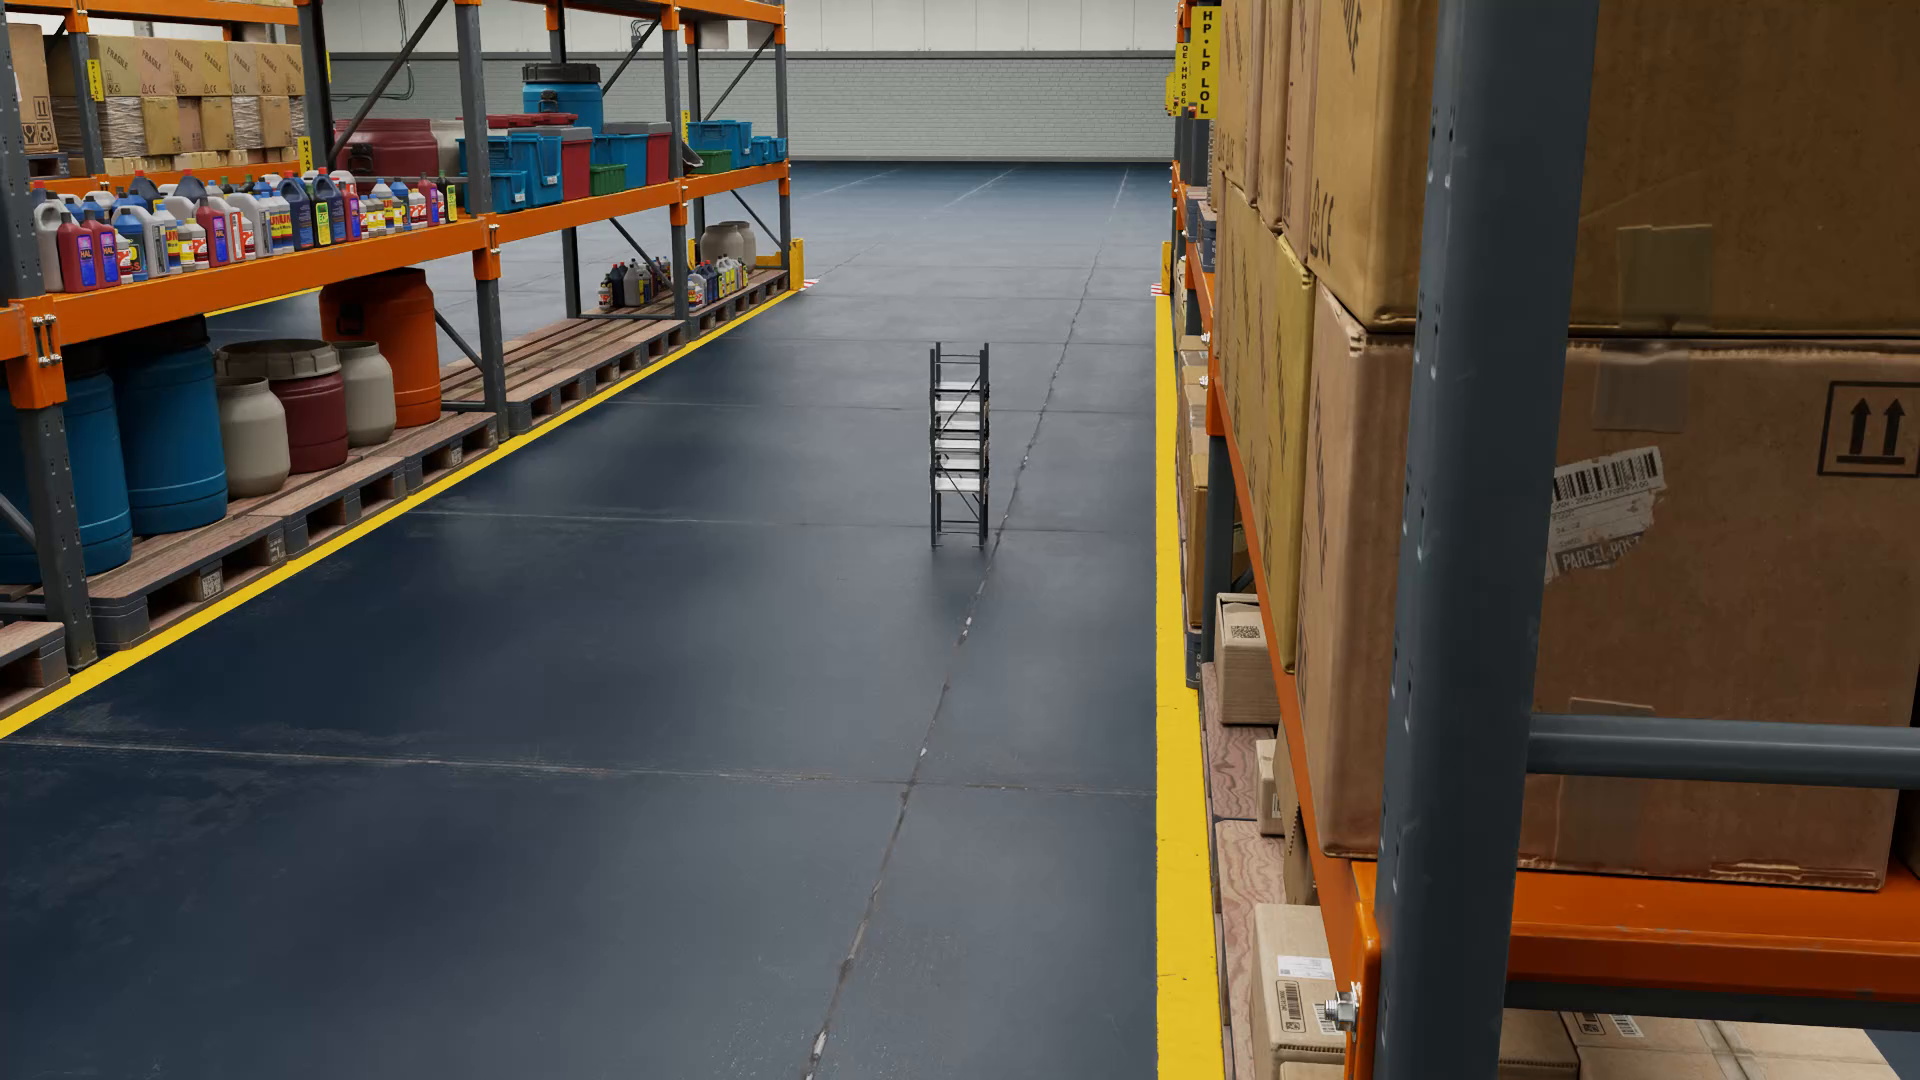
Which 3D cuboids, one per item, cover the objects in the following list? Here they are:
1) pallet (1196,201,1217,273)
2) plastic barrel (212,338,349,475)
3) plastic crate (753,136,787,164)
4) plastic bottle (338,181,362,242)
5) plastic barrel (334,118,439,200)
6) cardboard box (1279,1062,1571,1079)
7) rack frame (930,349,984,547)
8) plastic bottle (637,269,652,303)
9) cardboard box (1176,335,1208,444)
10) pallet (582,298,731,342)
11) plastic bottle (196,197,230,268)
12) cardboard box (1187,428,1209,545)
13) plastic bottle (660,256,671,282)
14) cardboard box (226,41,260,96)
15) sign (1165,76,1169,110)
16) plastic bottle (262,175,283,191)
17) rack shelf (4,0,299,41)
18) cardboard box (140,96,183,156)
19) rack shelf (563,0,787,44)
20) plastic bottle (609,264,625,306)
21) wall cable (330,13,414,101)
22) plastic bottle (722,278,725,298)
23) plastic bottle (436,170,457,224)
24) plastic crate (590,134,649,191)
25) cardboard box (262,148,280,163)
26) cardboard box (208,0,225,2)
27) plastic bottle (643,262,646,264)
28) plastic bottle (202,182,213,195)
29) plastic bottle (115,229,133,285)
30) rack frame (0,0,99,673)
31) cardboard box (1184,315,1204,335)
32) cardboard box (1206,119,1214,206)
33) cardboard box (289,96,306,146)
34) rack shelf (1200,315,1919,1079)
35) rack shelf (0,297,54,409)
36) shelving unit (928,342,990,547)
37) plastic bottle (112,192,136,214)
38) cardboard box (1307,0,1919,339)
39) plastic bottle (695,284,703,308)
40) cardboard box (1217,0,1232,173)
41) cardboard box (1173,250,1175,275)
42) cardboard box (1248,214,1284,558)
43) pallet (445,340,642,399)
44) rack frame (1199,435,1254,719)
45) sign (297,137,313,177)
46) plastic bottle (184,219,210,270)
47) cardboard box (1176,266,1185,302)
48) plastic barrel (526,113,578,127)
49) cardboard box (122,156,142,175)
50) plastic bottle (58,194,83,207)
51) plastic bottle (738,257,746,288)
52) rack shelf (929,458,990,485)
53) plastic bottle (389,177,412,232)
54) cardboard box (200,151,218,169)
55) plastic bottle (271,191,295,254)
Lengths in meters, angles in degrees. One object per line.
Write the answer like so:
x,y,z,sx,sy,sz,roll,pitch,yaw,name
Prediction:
1.530,-1.300,7.091,1.003,0.211,1.213,2,15,6,pallet
-3.342,-0.662,8.181,0.600,0.588,0.708,2,15,6,plastic barrel
-2.033,-3.909,16.655,0.499,0.251,0.616,2,15,6,plastic crate
-2.927,-1.574,7.960,0.061,0.283,0.133,2,15,6,plastic bottle
-3.425,-2.239,9.935,0.600,0.536,0.708,2,15,6,plastic barrel
0.658,1.024,2.076,0.500,0.500,0.500,2,15,6,cardboard box
-0.012,-0.406,7.439,0.240,0.900,0.006,2,15,6,rack frame
-2.767,-2.207,14.451,0.152,0.276,0.135,2,15,6,plastic bottle
1.409,-0.793,8.795,0.500,0.500,0.500,2,15,9,cardboard box
-2.608,-1.908,14.315,1.003,0.211,1.213,2,15,6,pallet
-3.063,-1.263,6.811,0.061,0.283,0.133,2,15,6,plastic bottle
1.128,-0.130,6.342,0.500,0.500,0.500,2,15,6,cardboard box
-2.788,-2.553,15.742,0.097,0.271,0.097,0,15,0,plastic bottle
-7.121,-4.530,15.992,0.500,0.500,0.500,2,15,6,cardboard box
2.097,-4.446,16.548,0.100,0.325,0.005,2,15,6,sign
-3.599,-1.762,8.668,0.152,0.276,0.135,2,15,6,plastic bottle
-7.421,-4.847,15.472,1.077,0.370,4.000,2,15,6,rack shelf
-7.443,-3.663,14.700,0.875,0.500,0.500,2,15,6,cardboard box
-2.500,-4.701,14.932,1.077,0.370,4.000,2,15,6,rack shelf
-2.939,-2.191,14.249,0.144,0.351,0.185,1,15,5,plastic bottle
-17.917,-14.451,49.814,3.097,2.526,0.112,2,15,6,wall cable
-2.145,-2.262,14.799,0.097,0.201,0.097,0,15,0,plastic bottle
-2.798,-1.870,9.056,0.061,0.283,0.133,2,15,6,plastic bottle
-2.541,-2.779,12.222,0.392,0.384,0.575,2,15,6,plastic crate
-7.072,-3.868,16.702,0.380,0.149,0.250,2,15,6,cardboard box
-7.169,-5.115,15.373,0.500,0.250,0.500,1,15,5,cardboard box
-2.861,-2.386,15.123,0.097,0.271,0.097,0,15,0,plastic bottle
-3.691,-1.610,8.117,0.097,0.271,0.097,0,15,0,plastic bottle
-3.153,-1.058,6.210,0.097,0.201,0.097,0,15,0,plastic bottle
-3.628,-1.007,5.638,1.000,3.000,0.127,2,15,6,rack frame
1.559,-1.186,9.692,0.500,0.311,0.500,2,15,8,cardboard box
1.493,-1.750,7.391,0.700,0.500,0.500,5,16,17,cardboard box
-7.285,-4.315,17.111,0.875,0.500,0.500,2,15,6,cardboard box
1.068,0.006,3.271,1.077,0.370,4.000,2,15,6,rack shelf
-3.854,-0.141,3.814,1.077,0.370,4.000,2,15,6,rack shelf
-0.001,-0.432,7.537,0.258,0.900,0.210,2,15,6,shelving unit
-3.639,-1.378,7.258,0.097,0.271,0.097,0,15,0,plastic bottle
0.619,-0.477,1.572,0.500,0.500,0.500,2,15,6,cardboard box
-2.231,-2.066,14.073,0.097,0.201,0.097,0,15,0,plastic bottle
0.903,-1.143,4.035,0.500,0.500,0.500,1,15,5,cardboard box
2.366,-2.715,16.419,0.500,0.250,0.500,2,15,6,cardboard box
0.739,-0.259,2.681,0.500,0.500,0.500,2,15,7,cardboard box
-2.911,-1.213,11.745,1.003,0.211,1.213,2,15,6,pallet
1.293,-0.860,5.095,1.000,3.000,0.127,2,15,6,rack frame
-3.724,-2.137,9.507,0.100,0.325,0.005,2,15,6,sign
-3.094,-1.194,6.713,0.097,0.201,0.097,0,15,0,plastic bottle
1.840,-1.851,12.151,0.500,0.311,0.500,2,15,6,cardboard box
-3.051,-2.905,12.400,0.433,0.535,0.433,0,15,0,plastic barrel
-7.282,-3.218,14.296,0.380,0.149,0.250,2,15,6,cardboard box
-3.791,-1.319,7.031,0.152,0.276,0.135,2,15,6,plastic bottle
-2.041,-2.500,15.522,0.061,0.283,0.133,2,15,8,plastic bottle
-0.001,-0.313,7.569,0.258,0.077,0.200,2,15,6,rack shelf
-2.878,-1.725,8.541,0.097,0.271,0.097,0,15,0,plastic bottle
-7.168,-3.542,15.498,0.380,0.149,0.250,2,15,6,cardboard box
-3.015,-1.408,7.370,0.097,0.271,0.097,0,15,0,plastic bottle
